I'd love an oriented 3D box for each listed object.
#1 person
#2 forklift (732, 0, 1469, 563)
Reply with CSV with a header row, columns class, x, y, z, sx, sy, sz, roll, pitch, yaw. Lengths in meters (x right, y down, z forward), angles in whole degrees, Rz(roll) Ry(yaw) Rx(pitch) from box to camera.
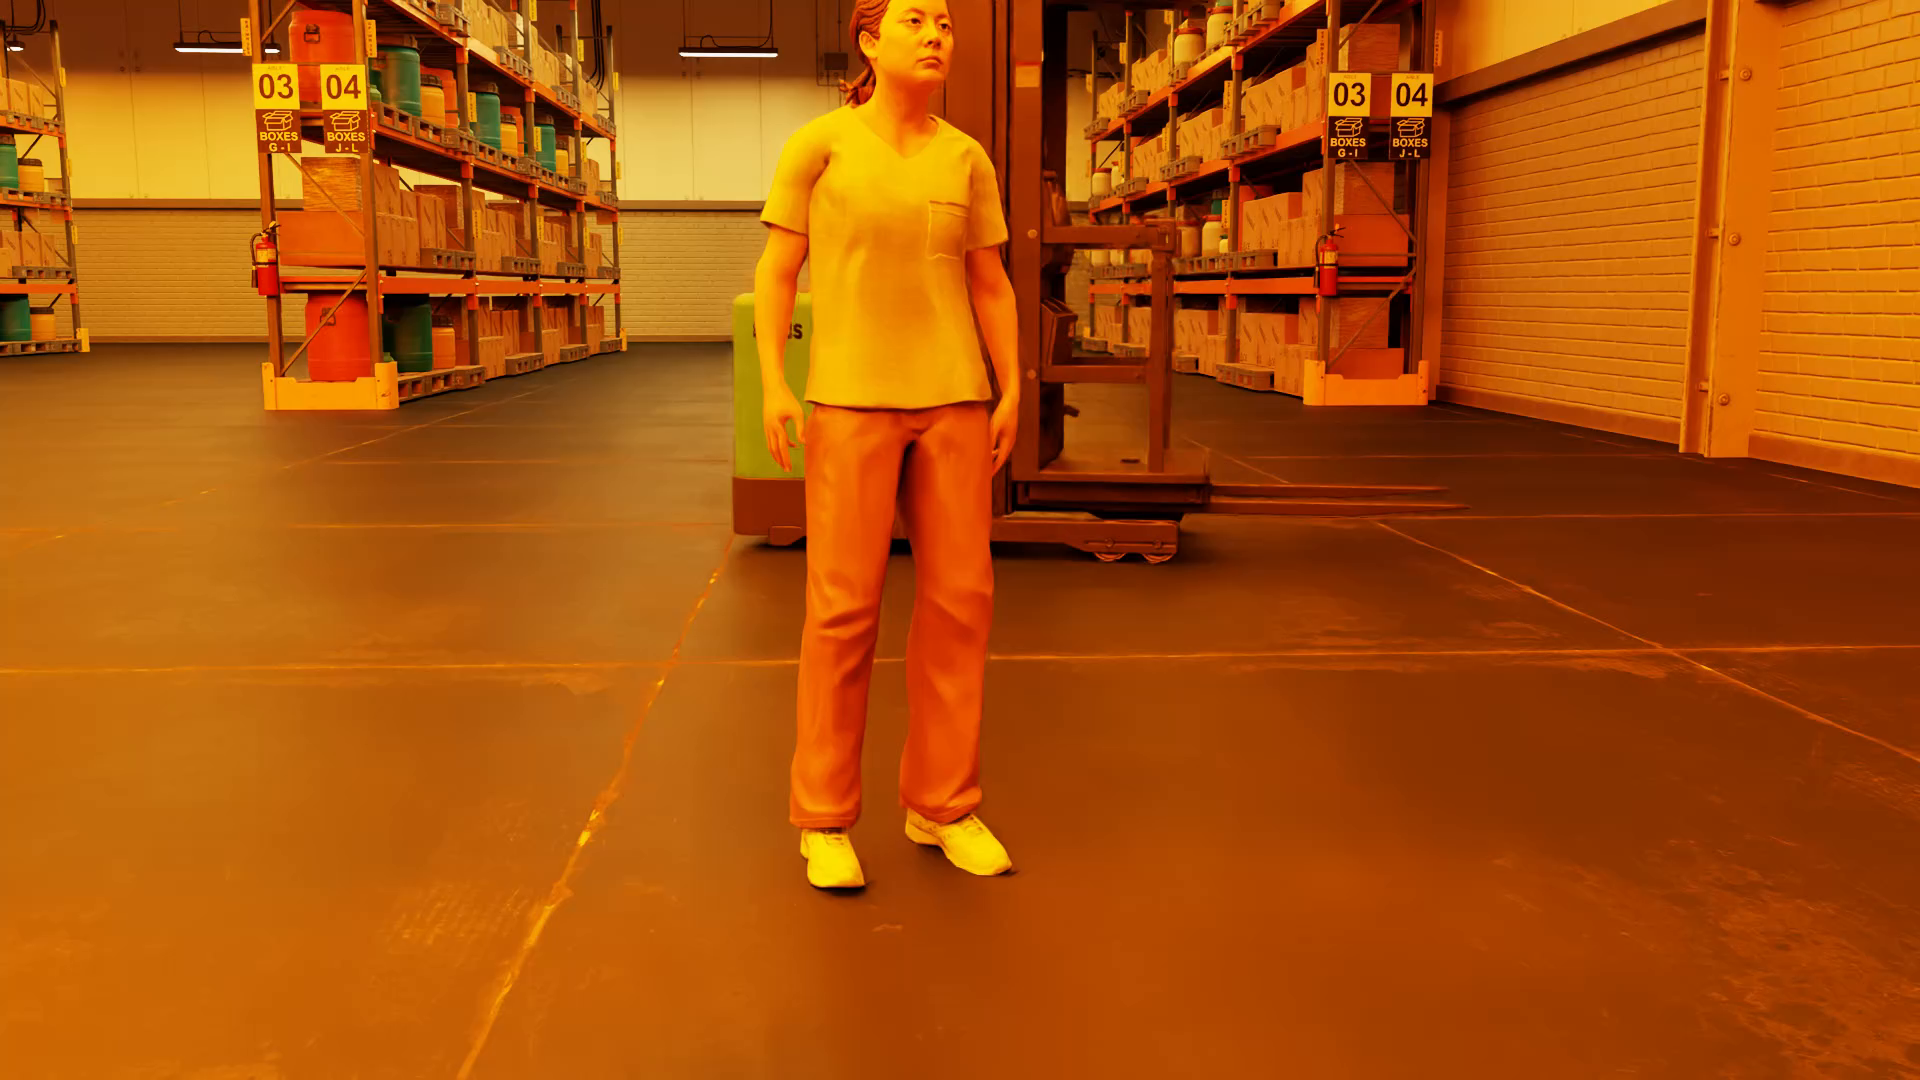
class,x,y,z,sx,sy,sz,roll,pitch,yaw
person,-0.106,-0.222,3.143,0.538,1.687,0.482,-3,9,-20
forklift,0.600,-1.443,7.046,3.031,2.935,1.130,1,9,9
